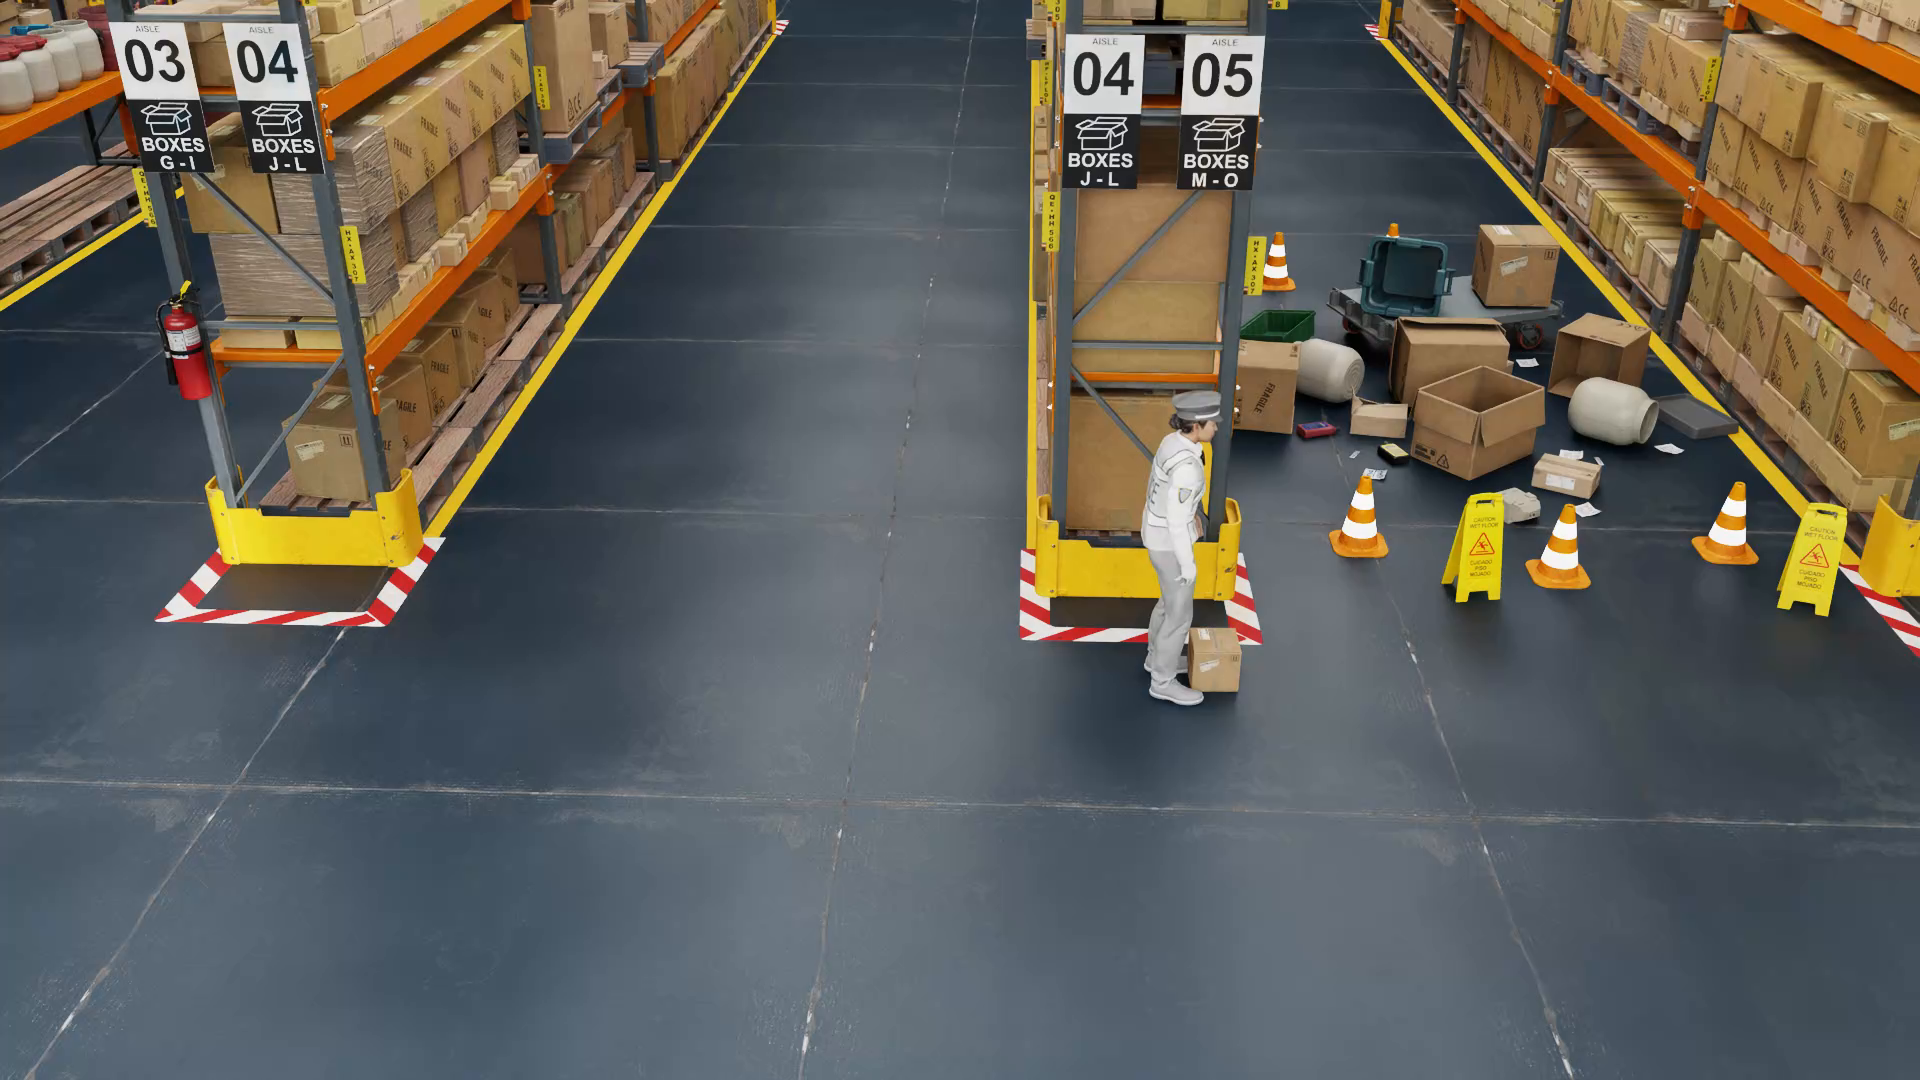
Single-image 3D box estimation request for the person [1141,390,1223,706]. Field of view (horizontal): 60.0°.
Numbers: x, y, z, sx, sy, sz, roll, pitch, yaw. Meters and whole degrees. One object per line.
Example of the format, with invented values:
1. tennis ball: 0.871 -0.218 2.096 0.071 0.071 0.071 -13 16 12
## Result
1. person: 1.121 0.019 8.581 0.371 1.664 0.529 1 28 2
